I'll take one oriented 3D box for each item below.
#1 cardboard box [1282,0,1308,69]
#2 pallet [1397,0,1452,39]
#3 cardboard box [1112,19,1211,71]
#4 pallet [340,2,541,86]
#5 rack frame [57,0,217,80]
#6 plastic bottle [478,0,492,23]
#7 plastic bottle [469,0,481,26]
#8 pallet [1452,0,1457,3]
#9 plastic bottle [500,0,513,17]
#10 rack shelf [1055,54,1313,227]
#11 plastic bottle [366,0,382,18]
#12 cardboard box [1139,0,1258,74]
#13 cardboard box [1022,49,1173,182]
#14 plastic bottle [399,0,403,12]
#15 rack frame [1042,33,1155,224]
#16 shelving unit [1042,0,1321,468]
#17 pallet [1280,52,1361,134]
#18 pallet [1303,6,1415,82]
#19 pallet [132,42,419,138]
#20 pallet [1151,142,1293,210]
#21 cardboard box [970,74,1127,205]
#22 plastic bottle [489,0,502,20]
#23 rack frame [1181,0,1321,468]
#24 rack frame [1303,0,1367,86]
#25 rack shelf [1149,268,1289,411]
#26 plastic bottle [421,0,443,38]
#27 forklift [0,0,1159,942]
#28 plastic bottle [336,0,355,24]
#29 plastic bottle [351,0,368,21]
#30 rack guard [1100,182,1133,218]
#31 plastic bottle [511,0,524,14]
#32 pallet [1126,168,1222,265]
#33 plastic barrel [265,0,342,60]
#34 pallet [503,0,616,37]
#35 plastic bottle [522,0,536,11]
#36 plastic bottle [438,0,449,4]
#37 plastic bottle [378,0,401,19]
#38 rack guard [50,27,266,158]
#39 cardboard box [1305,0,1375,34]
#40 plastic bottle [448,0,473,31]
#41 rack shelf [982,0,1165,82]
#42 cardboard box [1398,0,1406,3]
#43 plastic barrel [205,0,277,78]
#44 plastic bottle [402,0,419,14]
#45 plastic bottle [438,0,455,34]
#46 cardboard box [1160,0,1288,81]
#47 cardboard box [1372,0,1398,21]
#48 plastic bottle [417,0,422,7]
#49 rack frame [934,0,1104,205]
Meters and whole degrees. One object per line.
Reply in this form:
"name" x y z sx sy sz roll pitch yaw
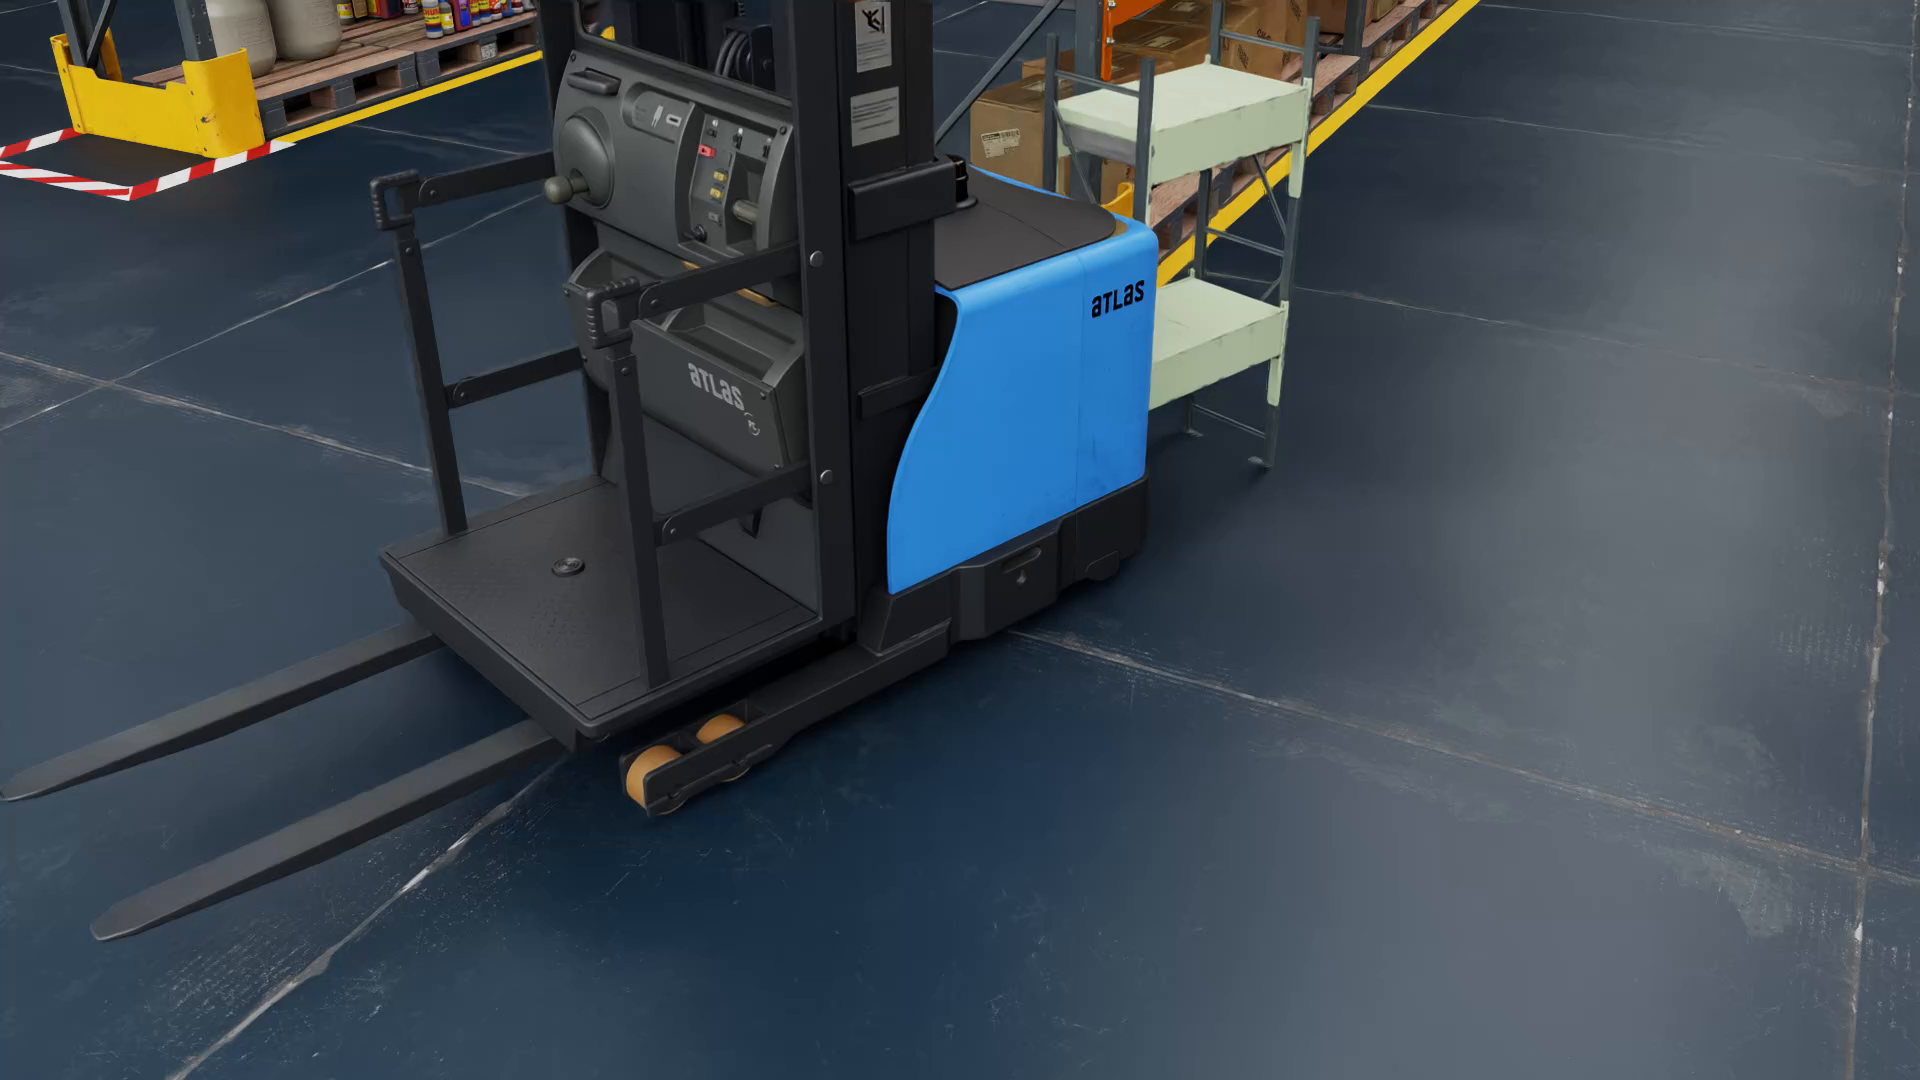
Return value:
"cardboard box" 1.697 -3.041 9.622 0.500 0.500 0.500 13 32 22
"pallet" 2.823 -3.791 11.639 1.003 0.211 1.213 14 33 23
"cardboard box" 0.936 -2.255 8.254 0.500 0.500 0.500 18 34 28
"pallet" -3.392 -3.195 10.601 1.003 0.211 1.213 14 33 23
"rack frame" -4.317 -3.462 8.266 1.000 3.000 0.127 14 33 23
"plastic bottle" -3.011 -3.399 10.454 0.097 0.271 0.097 0 30 0
"plastic bottle" -3.057 -3.354 10.377 0.097 0.271 0.097 0 30 0
"pallet" 3.380 -4.329 12.577 1.003 0.211 1.213 14 33 23
"plastic bottle" -2.919 -3.489 10.611 0.097 0.271 0.097 0 30 0
"rack shelf" 0.660 -1.188 5.028 0.720 0.370 0.431 -24 38 -36
"plastic bottle" -3.731 -3.491 10.610 0.152 0.276 0.135 15 33 24
"cardboard box" 1.230 -2.493 8.667 0.500 0.500 0.500 11 32 19
"cardboard box" 0.634 -1.982 7.778 0.500 0.500 0.500 24 38 36
"plastic bottle" -3.668 -3.552 10.717 0.152 0.276 0.135 13 32 22
"rack frame" 0.389 -0.727 5.009 0.023 1.500 0.400 -24 38 -36
"shelving unit" 0.660 -0.849 5.222 0.755 1.500 0.431 -24 38 -36
"pallet" 1.640 -2.596 9.559 1.003 0.211 1.213 14 33 23
"pallet" 2.268 -3.248 10.693 1.003 0.211 1.213 14 33 23
"pallet" -3.949 -2.656 9.663 1.003 0.211 1.213 14 33 23
"pallet" 1.086 -2.054 8.614 1.003 0.211 1.213 14 33 23
"cardboard box" 0.392 -1.709 7.303 0.500 0.500 0.500 21 36 32
"plastic bottle" -2.966 -3.412 10.548 0.097 0.201 0.097 0 30 0
"rack frame" 0.931 -0.972 5.436 0.023 1.500 0.400 -24 38 -36
"rack frame" 1.915 -4.111 9.397 1.000 3.000 0.127 14 33 23
"rack shelf" 0.660 -0.566 5.385 0.720 0.370 0.431 -24 38 -36
"plastic bottle" -3.213 -3.202 10.113 0.097 0.271 0.097 0 30 0
"forklift" -0.859 -0.892 3.860 3.031 2.935 1.130 -24 38 -36
"plastic bottle" -3.870 -3.353 10.444 0.097 0.201 0.097 0 30 0
"plastic bottle" -3.833 -3.444 10.521 0.061 0.283 0.133 15 33 24
"rack guard" 0.127 -1.288 6.991 1.175 0.500 0.348 14 33 23
"plastic bottle" -2.873 -3.503 10.707 0.097 0.201 0.097 0 30 0
"pallet" 0.529 -1.515 7.676 1.003 0.211 1.213 14 33 23
"plastic barrel" -3.856 -3.096 9.706 0.421 0.512 0.421 0 30 0
"pallet" -2.837 -3.738 11.547 1.003 0.211 1.213 14 33 23
"plastic bottle" -2.843 -3.594 10.790 0.152 0.276 0.135 15 33 24
"plastic bottle" -3.368 -3.686 10.951 0.152 0.276 0.135 14 33 23
"plastic bottle" -3.636 -3.470 10.566 0.061 0.283 0.133 14 33 23
"rack guard" -4.324 -2.422 8.966 1.175 0.500 0.348 14 33 23
"cardboard box" 2.214 -3.486 10.376 0.700 0.500 0.500 12 32 20
"plastic bottle" -3.094 -3.304 10.277 0.061 0.283 0.133 15 33 24
"rack shelf" 1.004 -2.913 8.033 1.077 0.370 4.000 14 33 23
"cardboard box" 2.702 -3.941 11.169 0.700 0.500 0.500 11 32 19
"plastic barrel" -4.085 -2.874 9.319 0.421 0.512 0.421 0 30 0
"plastic bottle" -3.548 -3.500 10.700 0.097 0.201 0.097 0 30 0
"plastic bottle" -3.166 -3.218 10.210 0.097 0.201 0.097 0 30 0
"cardboard box" 1.443 -2.786 9.177 0.500 0.500 0.500 -26 39 -37
"cardboard box" 2.448 -3.693 10.737 0.700 0.500 0.500 14 33 23
"plastic bottle" -3.596 -3.659 10.828 0.144 0.351 0.185 16 33 25
"rack frame" 0.093 -2.338 6.310 1.000 3.000 0.127 14 33 23
